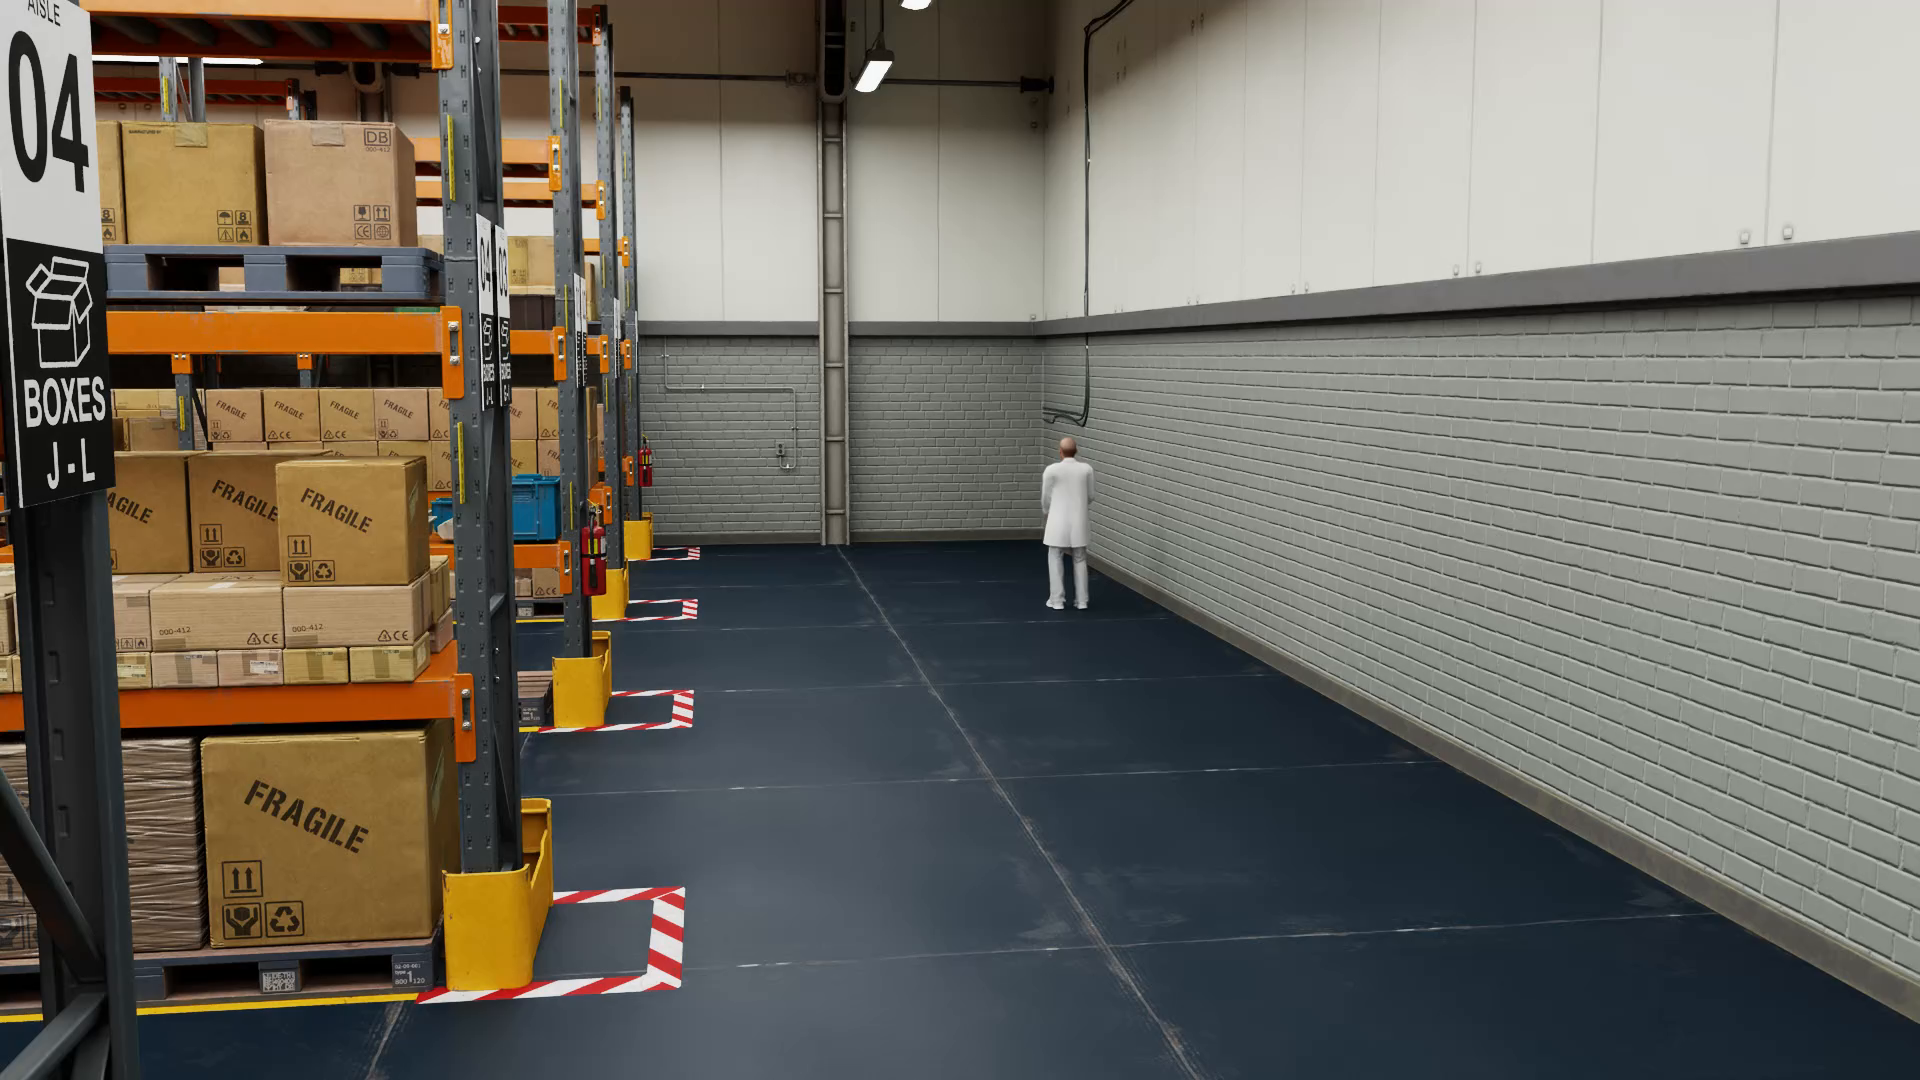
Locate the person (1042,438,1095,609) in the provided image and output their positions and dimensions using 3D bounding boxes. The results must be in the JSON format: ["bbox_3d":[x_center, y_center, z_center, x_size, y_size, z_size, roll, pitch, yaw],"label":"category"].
[{"bbox_3d":[1.111,-0.182,17.379,0.563,1.782,0.508,-1,6,-9],"label":"person"}]
